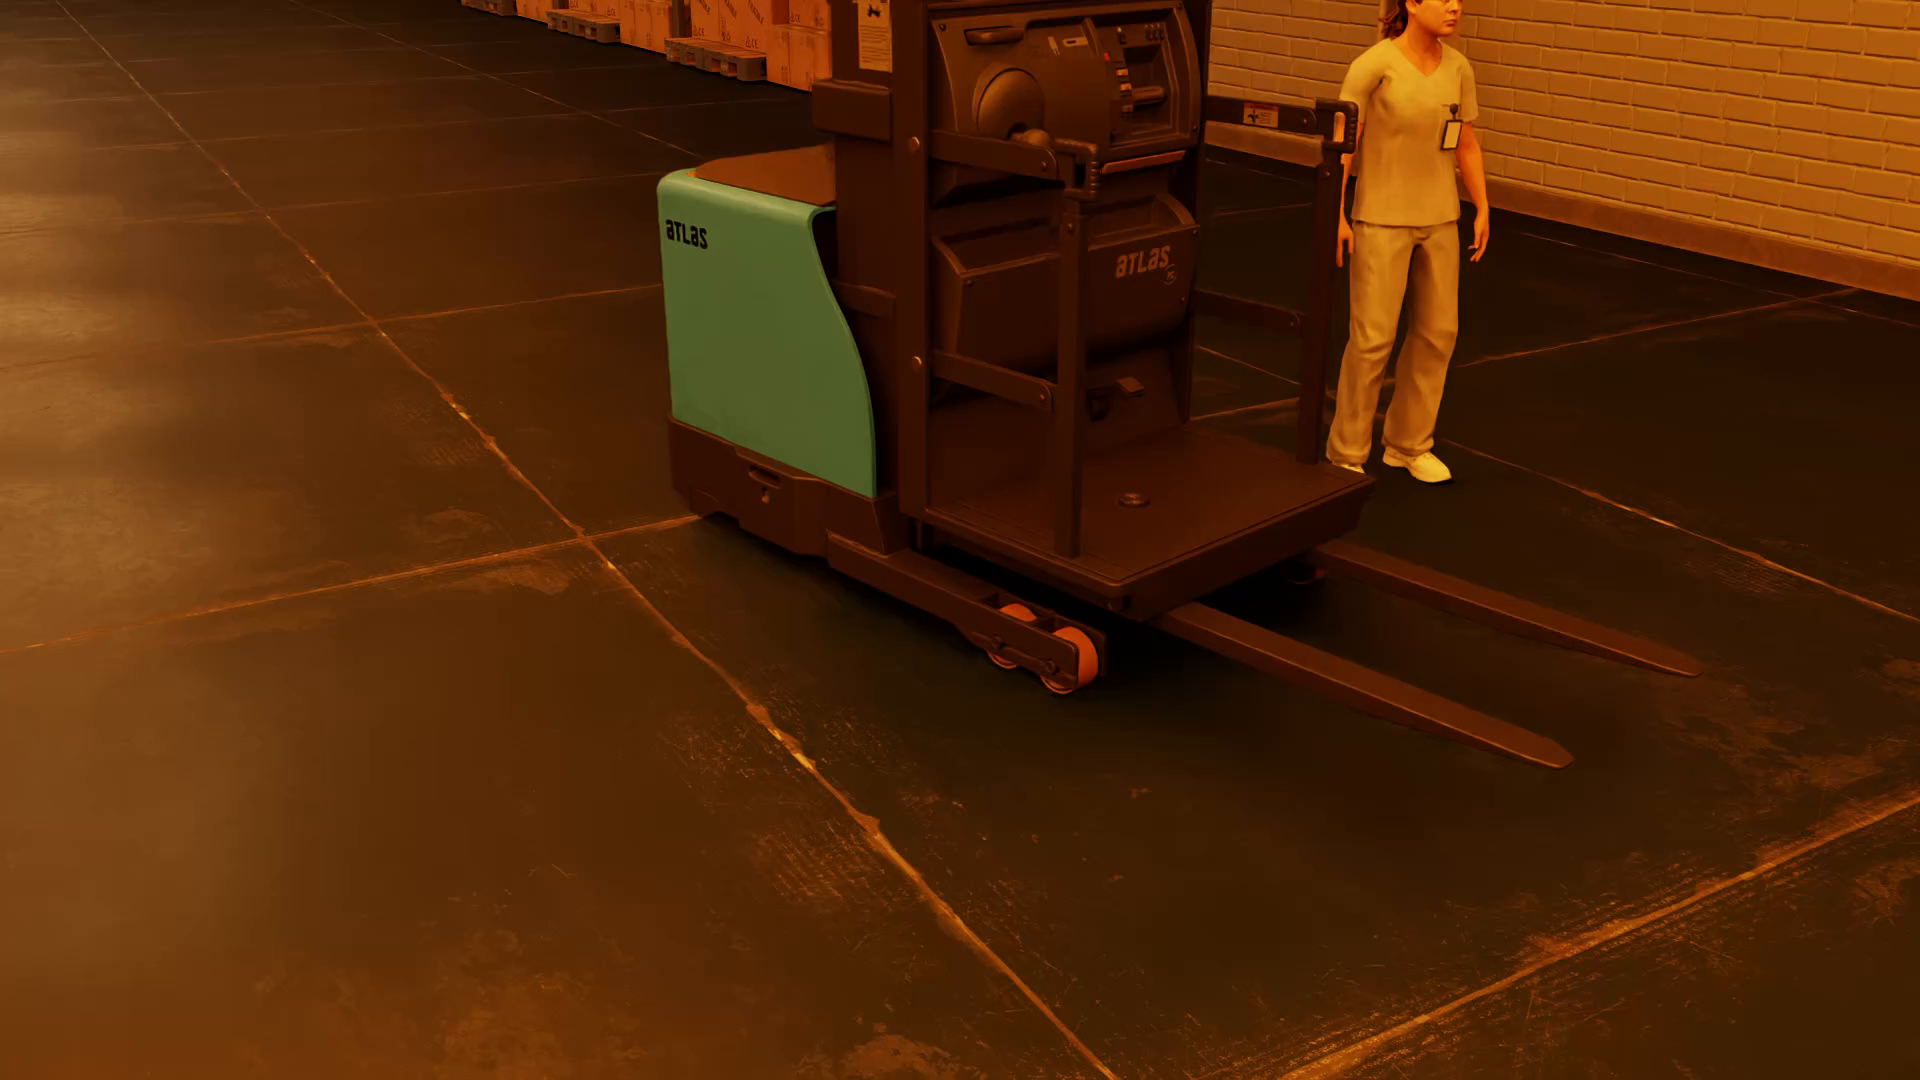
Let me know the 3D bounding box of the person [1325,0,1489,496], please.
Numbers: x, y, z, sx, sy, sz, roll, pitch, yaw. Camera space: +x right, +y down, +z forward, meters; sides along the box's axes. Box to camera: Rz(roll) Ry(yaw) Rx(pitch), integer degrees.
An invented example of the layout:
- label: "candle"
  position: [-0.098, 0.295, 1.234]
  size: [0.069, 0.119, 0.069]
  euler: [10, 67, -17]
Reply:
- label: "person"
  position: [1.463, -1.005, 5.379]
  size: [0.558, 1.674, 0.466]
  euler: [-7, 23, -16]

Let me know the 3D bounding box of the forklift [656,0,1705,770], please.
- label: "forklift"
  position: [0.441, -1.188, 4.168]
  size: [1.130, 2.935, 3.031]
  euler: [-20, 29, -39]
